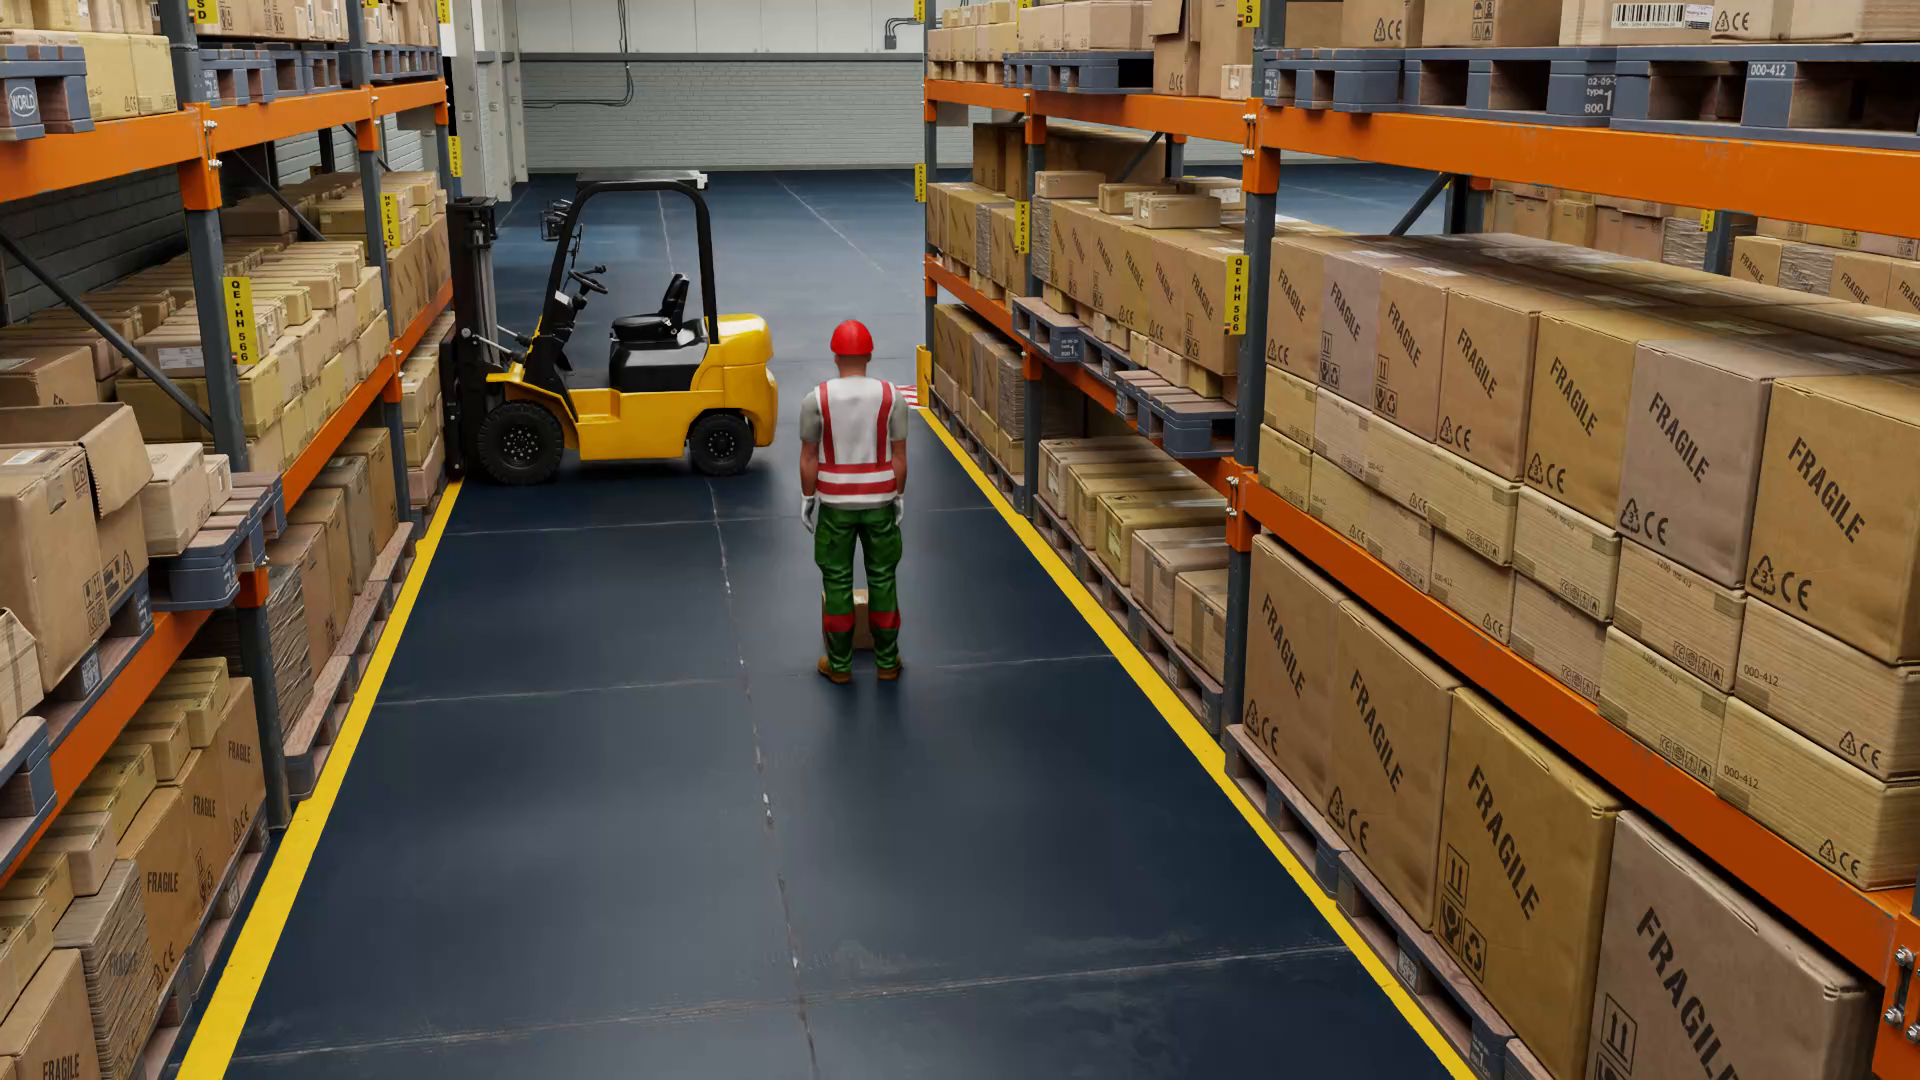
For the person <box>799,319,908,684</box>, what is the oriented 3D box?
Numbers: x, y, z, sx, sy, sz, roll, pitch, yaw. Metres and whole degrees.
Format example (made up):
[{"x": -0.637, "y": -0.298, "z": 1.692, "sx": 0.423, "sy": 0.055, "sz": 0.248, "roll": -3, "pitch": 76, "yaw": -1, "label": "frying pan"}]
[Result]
[{"x": -0.515, "y": -0.185, "z": 8.123, "sx": 0.526, "sy": 1.789, "sz": 0.332, "roll": -3, "pitch": 16, "yaw": -9, "label": "person"}]
